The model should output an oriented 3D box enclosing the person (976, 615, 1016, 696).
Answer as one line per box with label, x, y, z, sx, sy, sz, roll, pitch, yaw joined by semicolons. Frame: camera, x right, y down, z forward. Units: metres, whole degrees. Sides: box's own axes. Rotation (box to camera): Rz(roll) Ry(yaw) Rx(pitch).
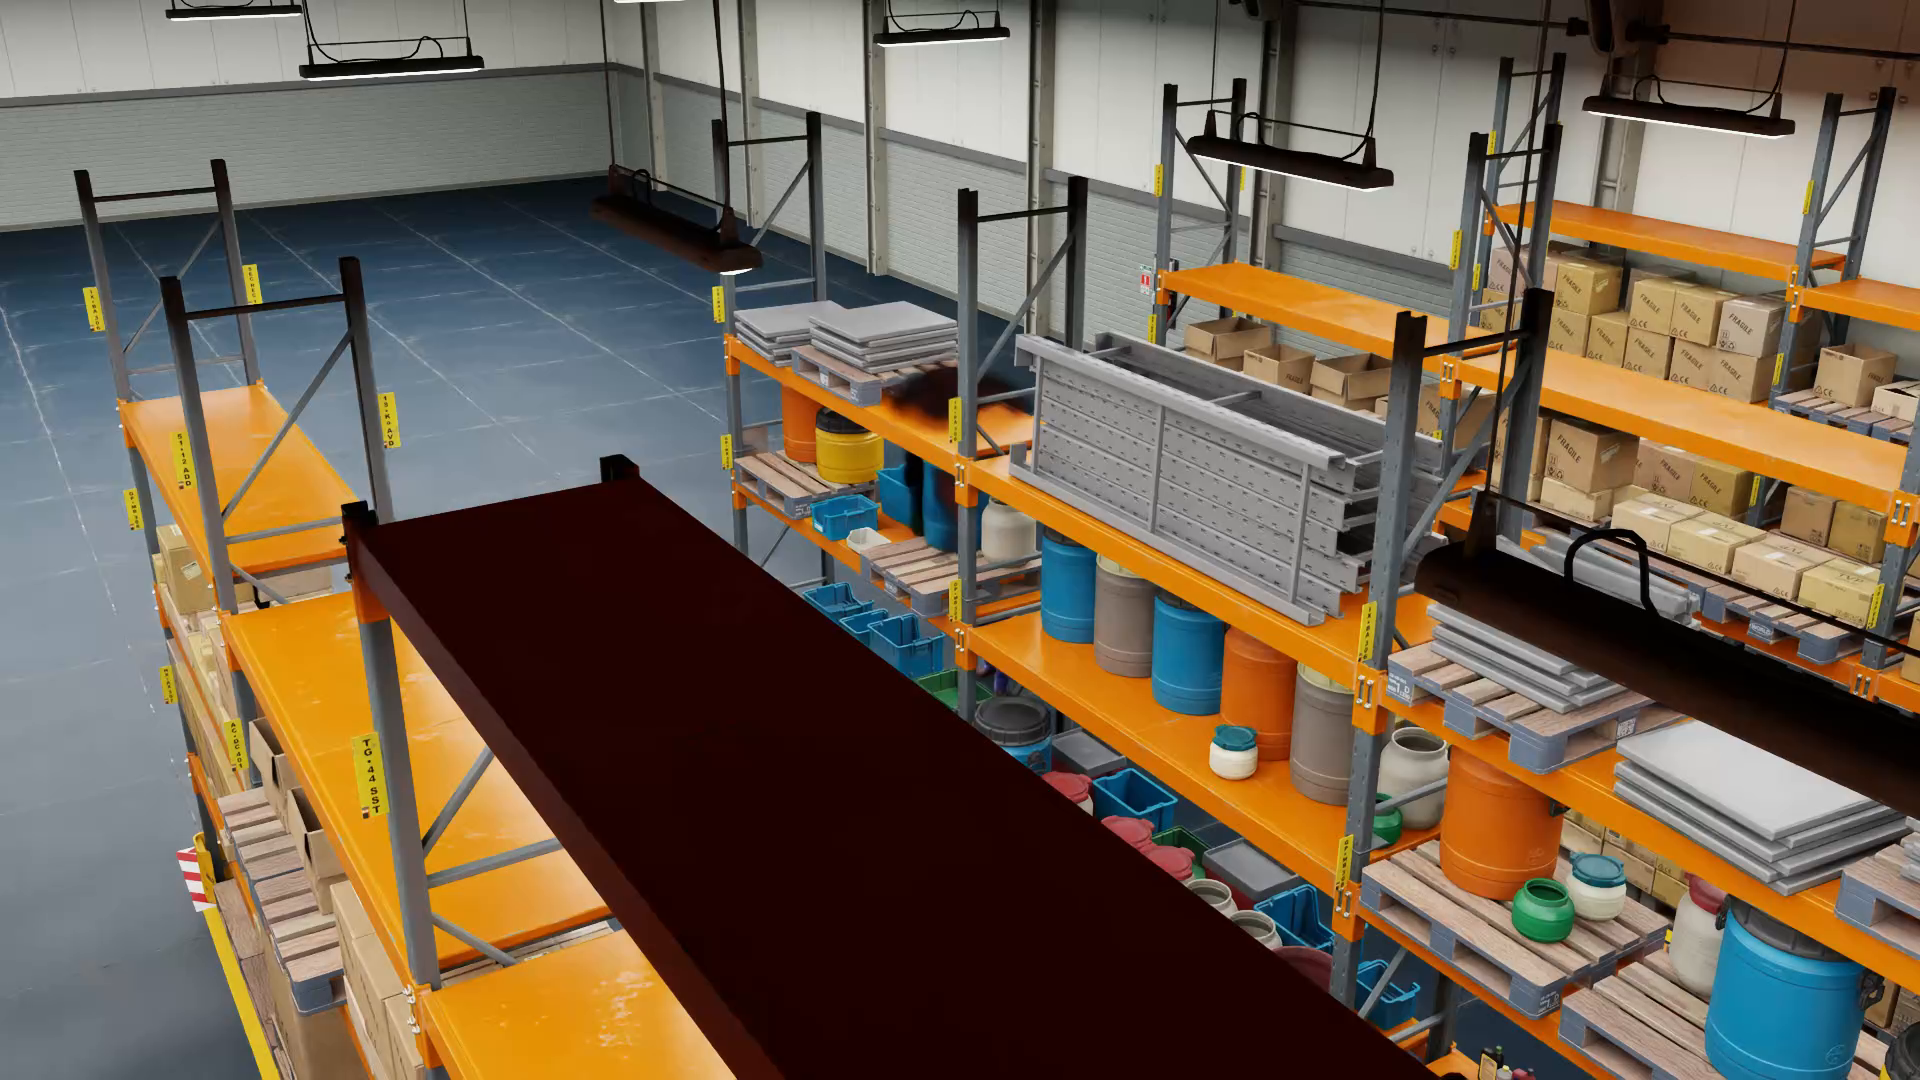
person;0.322;0.821;17.208;0.659;1.638;0.572;20;30;41
